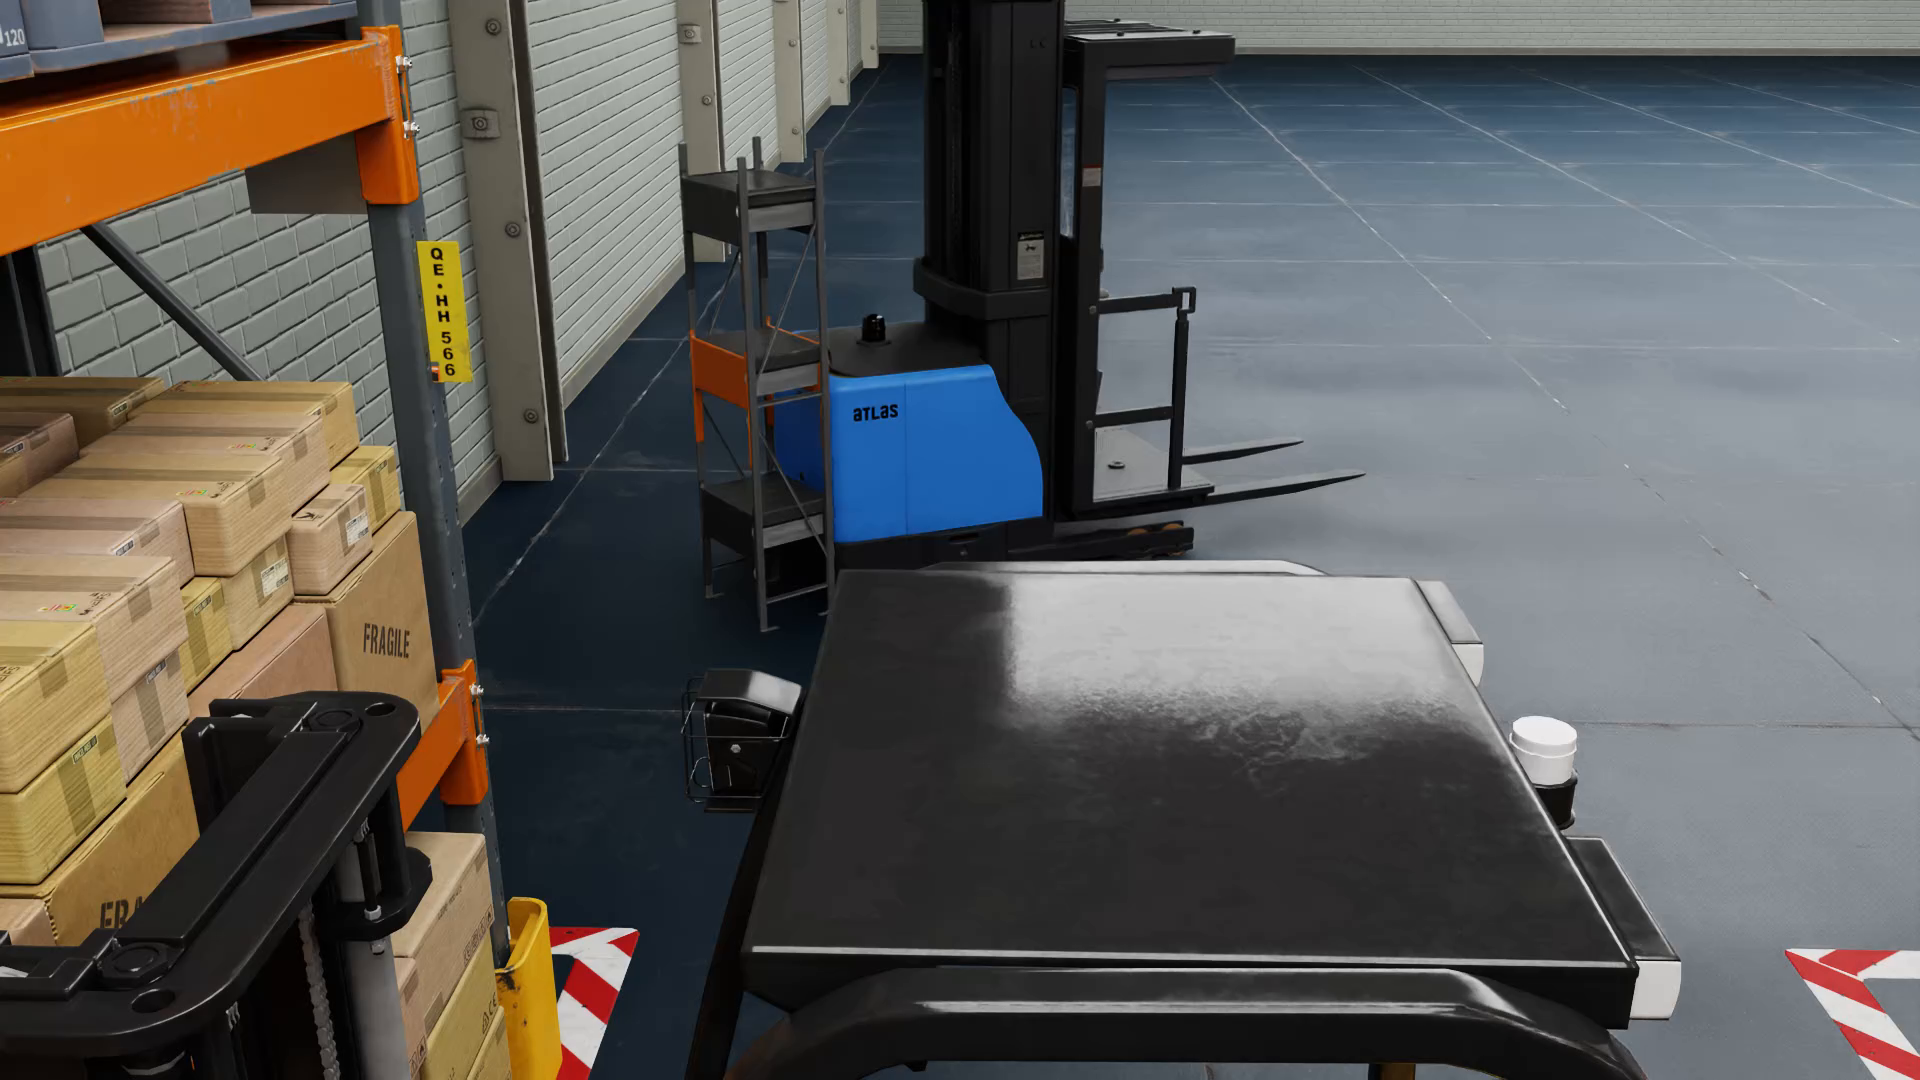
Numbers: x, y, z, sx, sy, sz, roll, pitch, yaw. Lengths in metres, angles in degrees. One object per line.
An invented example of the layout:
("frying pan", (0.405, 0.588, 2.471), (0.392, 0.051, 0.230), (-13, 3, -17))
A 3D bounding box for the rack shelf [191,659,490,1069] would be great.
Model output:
("rack shelf", (-1.778, 1.181, 2.334), (1.077, 0.370, 4.000), (1, 21, 2))

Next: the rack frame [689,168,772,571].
("rack frame", (-1.035, -0.743, 7.542), (0.380, 1.831, 0.006), (-16, 26, -35))

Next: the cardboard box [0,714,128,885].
("cardboard box", (-1.462, 0.366, 2.405), (0.380, 0.149, 0.250), (1, 21, 2))

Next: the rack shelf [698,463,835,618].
("rack shelf", (-0.885, -0.008, 7.621), (0.431, 0.518, 0.480), (-16, 26, -35))

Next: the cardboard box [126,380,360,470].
("cardboard box", (-1.517, -0.234, 3.539), (0.380, 0.149, 0.250), (1, 21, 2))

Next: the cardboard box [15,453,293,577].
("cardboard box", (-1.475, -0.049, 3.063), (0.380, 0.149, 0.250), (1, 21, 3))

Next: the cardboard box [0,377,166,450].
("cardboard box", (-1.941, -0.247, 3.572), (0.380, 0.149, 0.250), (0, 21, 1))

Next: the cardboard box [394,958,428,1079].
("cardboard box", (-1.429, 1.097, 3.394), (0.500, 0.250, 0.500), (1, 21, 3))

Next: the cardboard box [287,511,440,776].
("cardboard box", (-1.470, 0.256, 3.584), (0.500, 0.500, 0.500), (0, 21, 0))

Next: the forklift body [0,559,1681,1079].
("forklift body", (0.049, 1.223, 2.403), (2.313, 2.155, 1.214), (1, 21, 2))

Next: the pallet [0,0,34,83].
("pallet", (-1.799, -0.538, 1.743), (1.003, 0.211, 1.213), (1, 21, 2))

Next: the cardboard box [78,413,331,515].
("cardboard box", (-1.494, -0.144, 3.308), (0.380, 0.149, 0.250), (1, 21, 2))

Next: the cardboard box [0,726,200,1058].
("cardboard box", (-1.510, 0.629, 2.623), (0.500, 0.500, 0.500), (0, 21, 1))

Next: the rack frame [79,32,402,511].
("rack frame", (-1.714, 0.122, 4.068), (0.949, 2.616, 0.053), (1, 21, 2))

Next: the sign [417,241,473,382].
("sign", (-1.175, -0.517, 3.787), (0.100, 0.325, 0.005), (1, 21, 2))

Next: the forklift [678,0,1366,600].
("forklift", (0.387, -1.388, 8.055), (3.553, 2.935, 1.130), (-8, 23, -20))

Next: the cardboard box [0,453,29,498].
("cardboard box", (-1.977, -0.057, 3.082), (0.380, 0.149, 0.250), (1, 21, 3))

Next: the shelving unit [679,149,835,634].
("shelving unit", (-0.884, -0.673, 7.361), (0.431, 2.100, 0.499), (-16, 26, -35))

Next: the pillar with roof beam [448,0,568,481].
("pillar with roof beam", (1.846, -4.555, 7.828), (9.100, 9.000, 0.400), (1, 21, 2))

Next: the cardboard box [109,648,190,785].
("cardboard box", (-1.475, 0.274, 2.641), (0.380, 0.149, 0.250), (0, 21, 0))

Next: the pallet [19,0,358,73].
("pallet", (-1.765, -0.980, 2.883), (1.003, 0.211, 1.213), (1, 21, 2))

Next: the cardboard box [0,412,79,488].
("cardboard box", (-2.012, -0.151, 3.326), (0.380, 0.149, 0.250), (1, 21, 3))

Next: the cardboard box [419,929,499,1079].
("cardboard box", (-1.420, 1.154, 3.936), (0.500, 0.250, 0.500), (0, 21, 1))

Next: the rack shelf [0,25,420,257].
("rack shelf", (-1.778, -0.218, 1.792), (1.077, 0.370, 4.000), (1, 21, 2))

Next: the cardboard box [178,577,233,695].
("cardboard box", (-1.514, 0.177, 2.892), (0.380, 0.149, 0.250), (0, 21, 1))

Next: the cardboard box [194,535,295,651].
("cardboard box", (-1.495, 0.087, 3.122), (0.380, 0.149, 0.250), (1, 21, 3))

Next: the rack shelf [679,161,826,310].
("rack shelf", (-0.885, -1.314, 7.114), (0.431, 0.518, 0.480), (-16, 26, -35))

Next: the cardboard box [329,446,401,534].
("cardboard box", (-1.448, -0.099, 3.601), (0.380, 0.149, 0.250), (1, 21, 2))

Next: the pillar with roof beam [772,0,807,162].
("pillar with roof beam", (2.211, -8.894, 19.011), (9.100, 9.000, 0.400), (1, 21, 2))

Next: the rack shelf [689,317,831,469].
("rack shelf", (-0.885, -0.661, 7.368), (0.431, 0.518, 0.480), (-16, 26, -35))

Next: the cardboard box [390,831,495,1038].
("cardboard box", (-1.419, 0.912, 3.870), (0.500, 0.250, 0.500), (1, 21, 3))

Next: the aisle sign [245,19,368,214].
("aisle sign", (-1.422, -1.110, 3.650), (0.394, 0.787, 0.004), (1, 21, 2))

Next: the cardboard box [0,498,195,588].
("cardboard box", (-1.557, 0.040, 2.834), (0.380, 0.149, 0.250), (1, 21, 2))

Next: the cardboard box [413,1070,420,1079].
("cardboard box", (-1.446, 1.336, 3.469), (0.500, 0.250, 0.500), (0, 21, 1))

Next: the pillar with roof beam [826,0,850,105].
("pillar with roof beam", (2.394, -11.063, 24.602), (9.100, 9.000, 0.400), (1, 21, 2))

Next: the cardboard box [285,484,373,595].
("cardboard box", (-1.426, -0.006, 3.362), (0.380, 0.149, 0.250), (1, 21, 2))

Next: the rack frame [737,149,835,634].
("rack frame", (-0.736, -0.604, 7.183), (0.400, 2.100, 0.015), (-16, 26, -35))

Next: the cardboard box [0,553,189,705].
("cardboard box", (-1.454, 0.135, 2.588), (0.380, 0.149, 0.250), (1, 21, 3))

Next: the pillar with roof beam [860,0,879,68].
("pillar with roof beam", (2.576, -13.233, 30.193), (9.100, 9.000, 0.400), (1, 21, 2))

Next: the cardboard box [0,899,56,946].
("cardboard box", (-1.514, 0.811, 2.154), (0.500, 0.500, 0.500), (1, 21, 2))
